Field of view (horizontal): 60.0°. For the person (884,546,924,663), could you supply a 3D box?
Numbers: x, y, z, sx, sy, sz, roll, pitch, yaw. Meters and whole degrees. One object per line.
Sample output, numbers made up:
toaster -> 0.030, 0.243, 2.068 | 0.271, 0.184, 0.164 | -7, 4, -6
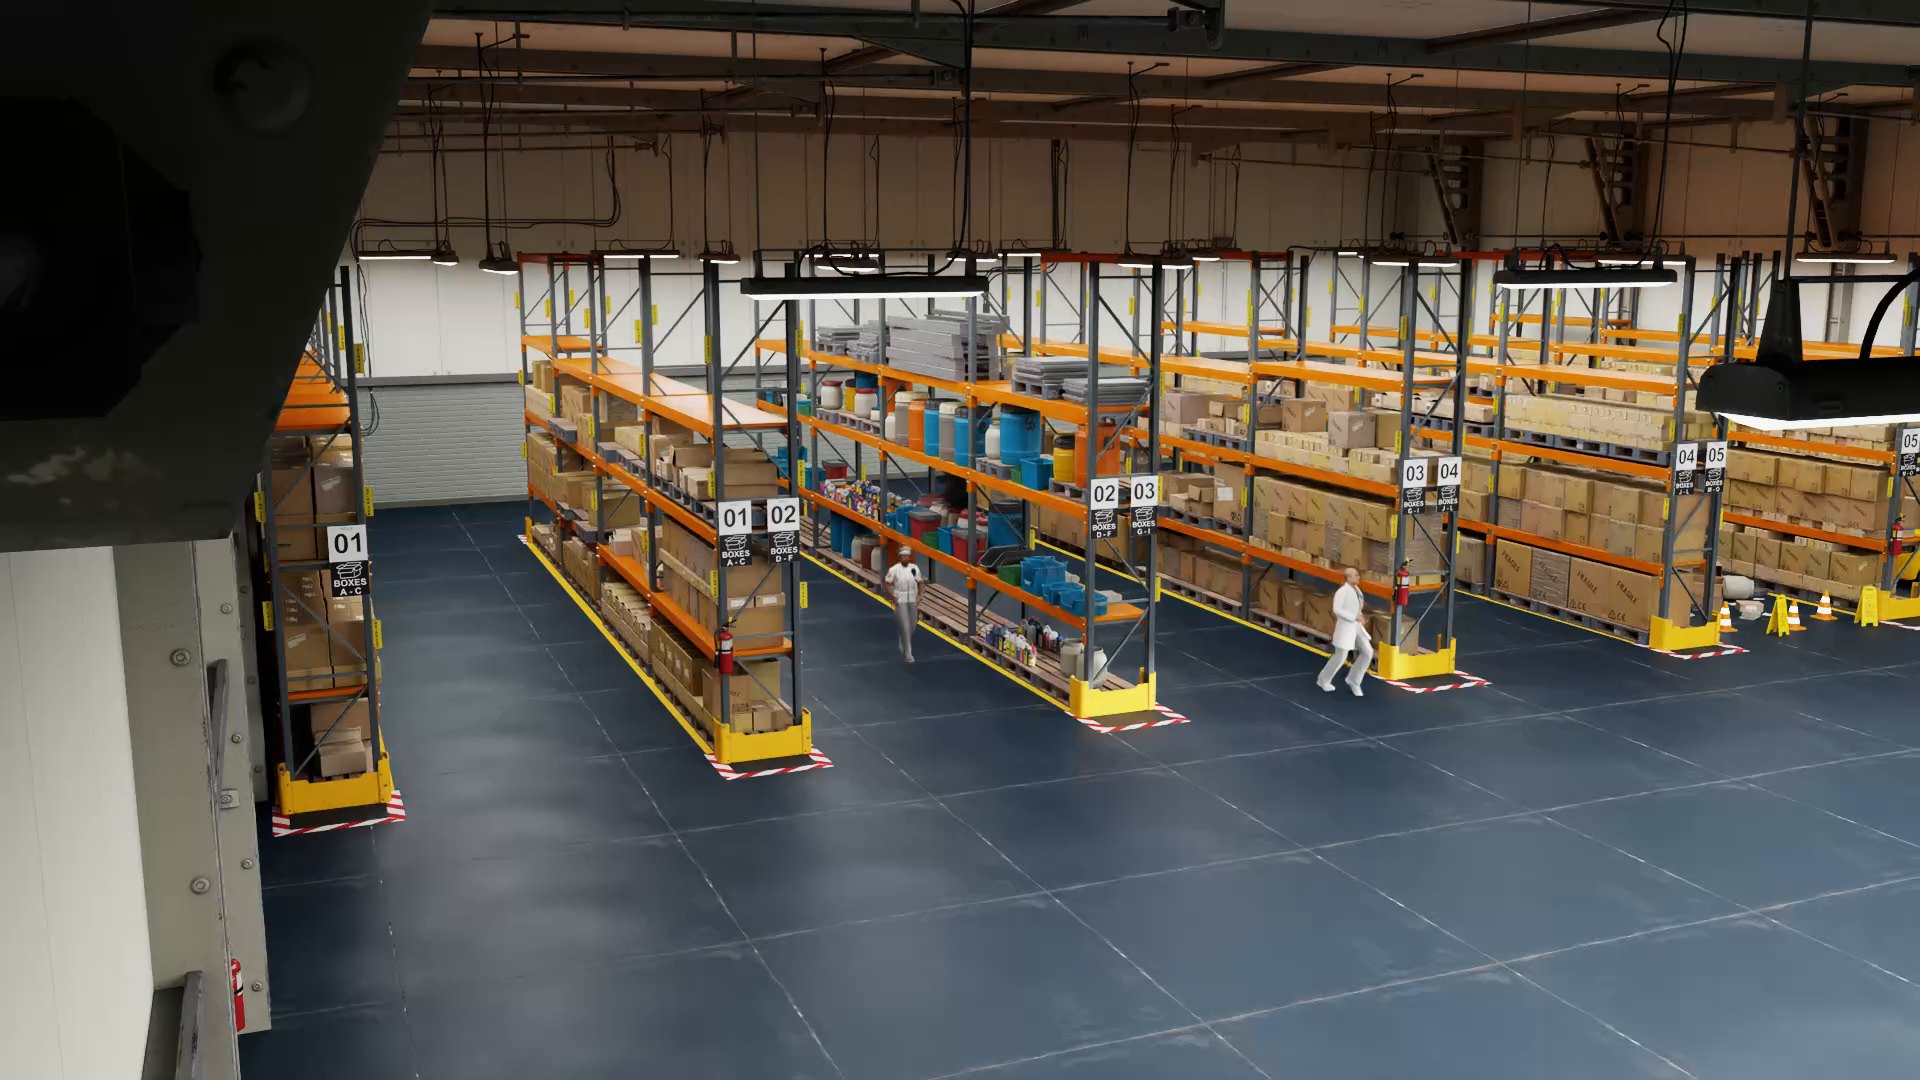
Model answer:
person -> -0.807, 0.907, 24.422 | 0.590, 1.683, 0.667 | -4, 11, -20

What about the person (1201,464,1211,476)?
person -> 6.463, -2.151, 42.229 | 0.723, 1.716, 0.576 | -5, 11, -24

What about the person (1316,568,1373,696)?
person -> 5.413, 1.397, 23.265 | 0.728, 1.601, 0.767 | 9, 14, 41
